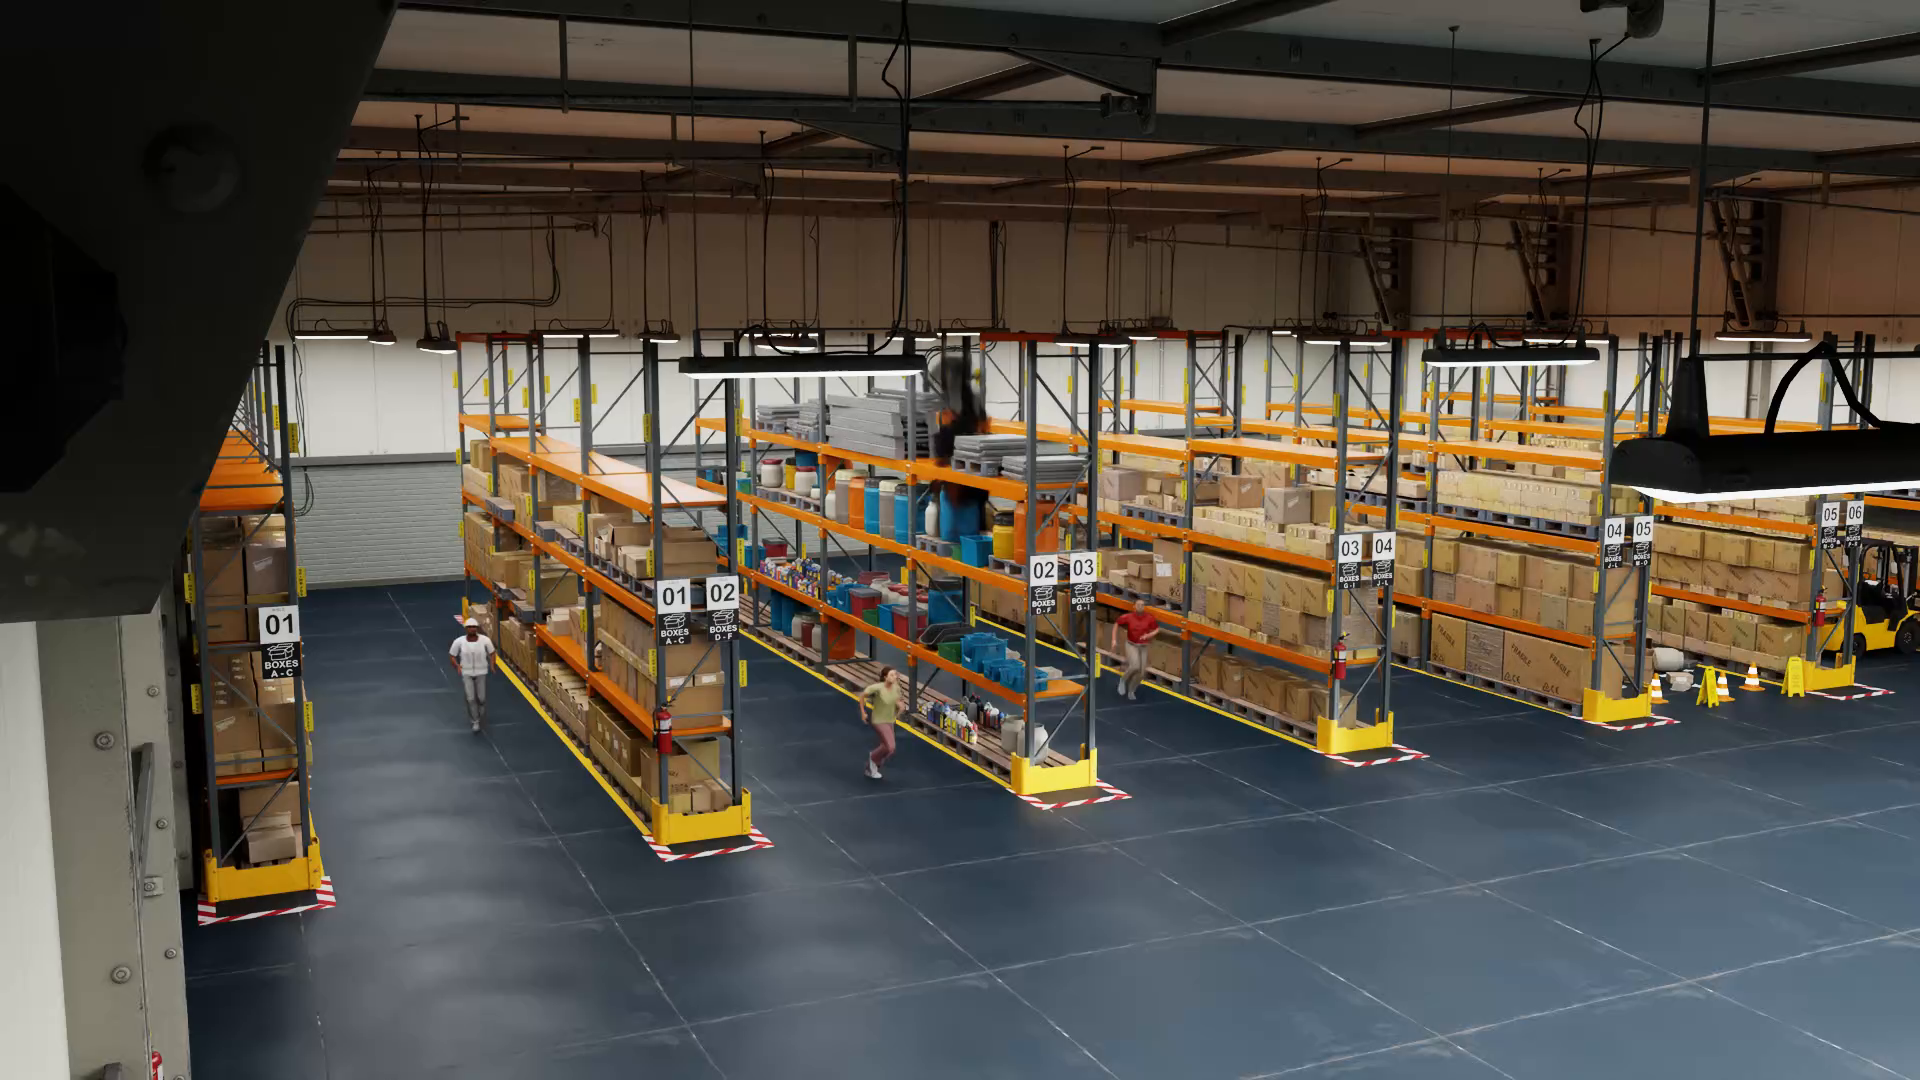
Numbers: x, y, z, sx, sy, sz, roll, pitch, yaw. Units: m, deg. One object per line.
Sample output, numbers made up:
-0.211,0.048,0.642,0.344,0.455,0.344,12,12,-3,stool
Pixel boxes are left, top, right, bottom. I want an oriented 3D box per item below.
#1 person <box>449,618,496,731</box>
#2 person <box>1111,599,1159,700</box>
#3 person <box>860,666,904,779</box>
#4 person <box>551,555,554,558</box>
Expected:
-7.490,2.047,25.579,0.702,1.726,0.598,-3,8,-18,person
2.919,1.809,27.541,0.760,1.688,0.603,-2,8,-17,person
-1.030,2.480,22.611,0.684,1.592,0.543,7,10,41,person
-8.608,0.659,35.782,0.667,1.765,0.684,6,10,39,person
